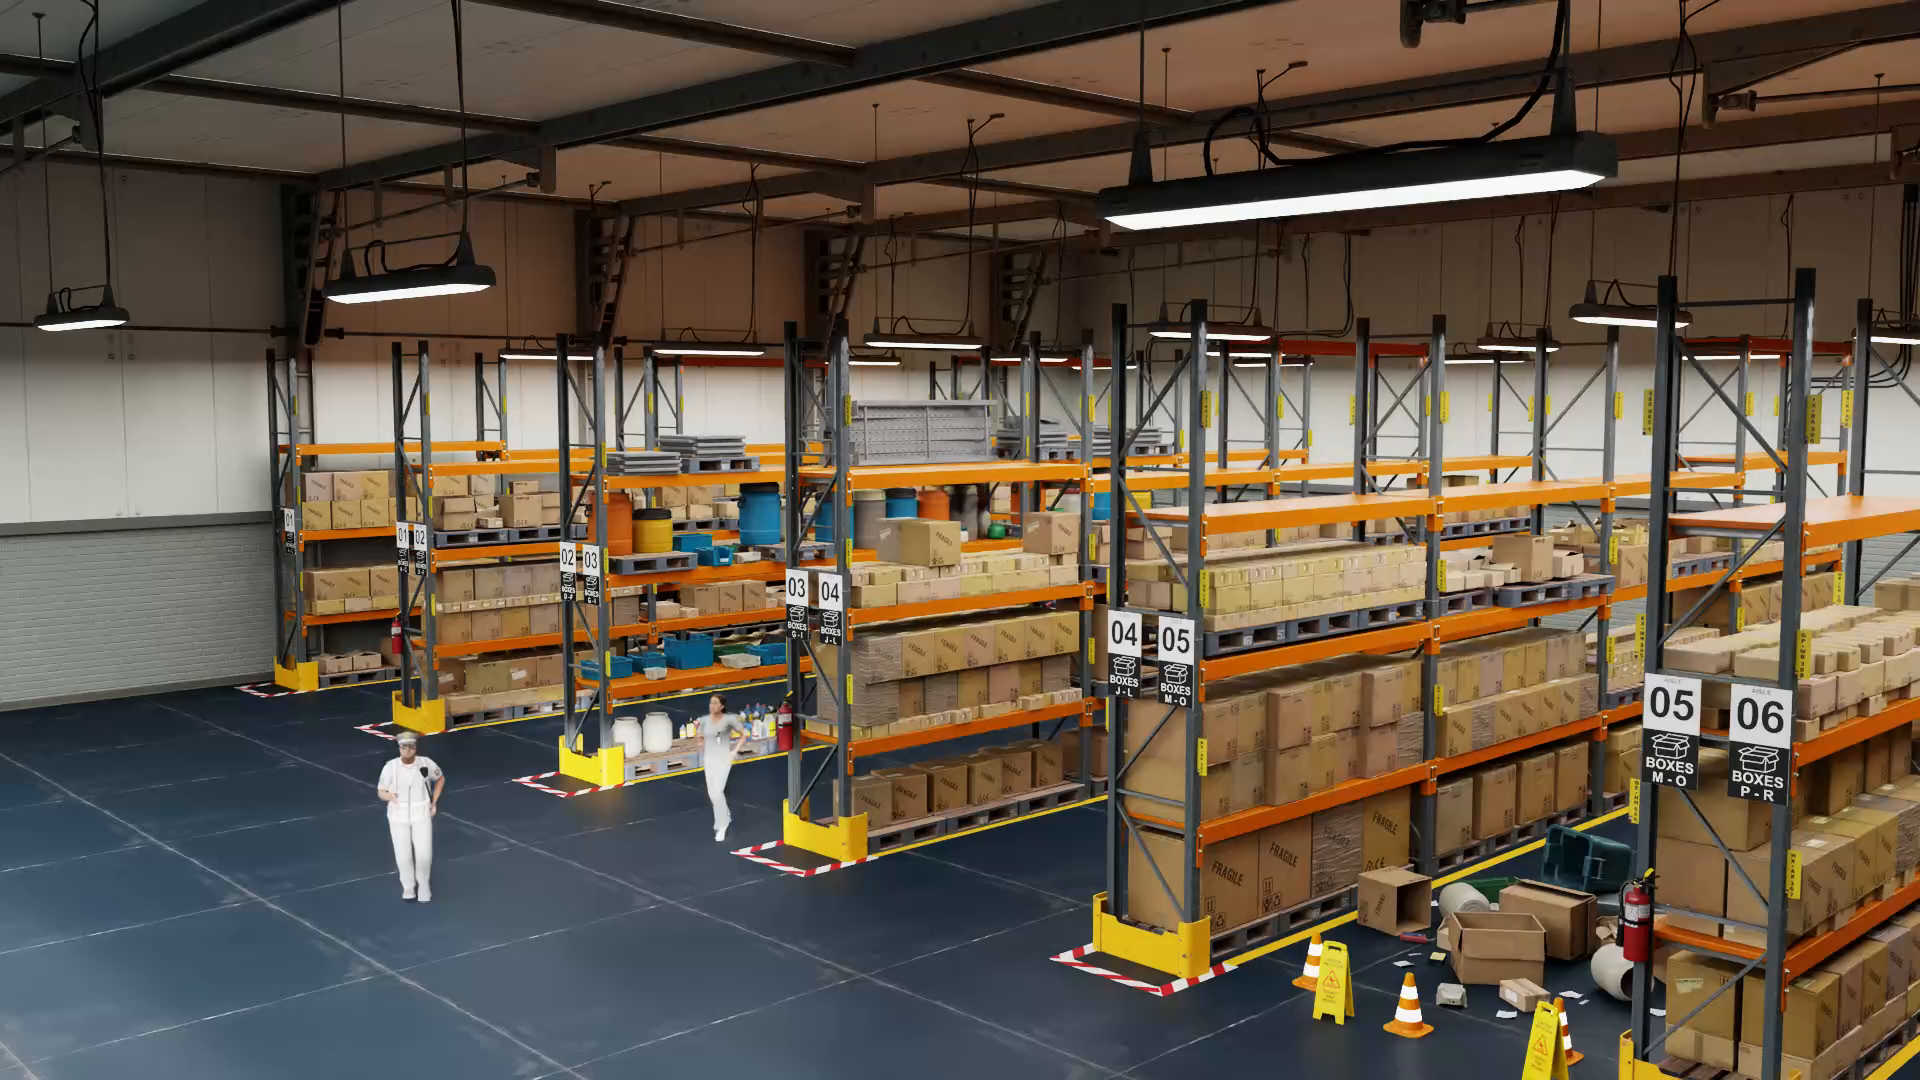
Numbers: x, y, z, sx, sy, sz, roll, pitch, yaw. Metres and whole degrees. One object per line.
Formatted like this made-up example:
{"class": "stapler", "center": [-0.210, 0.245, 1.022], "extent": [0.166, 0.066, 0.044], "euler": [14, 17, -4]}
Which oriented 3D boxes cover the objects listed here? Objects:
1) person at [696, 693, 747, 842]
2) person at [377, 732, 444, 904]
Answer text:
{"class": "person", "center": [-2.837, 2.653, 19.506], "extent": [0.565, 1.729, 0.669], "euler": [2, 5, 22]}
{"class": "person", "center": [-5.566, 2.836, 16.873], "extent": [0.644, 1.792, 0.656], "euler": [-1, 5, -16]}
